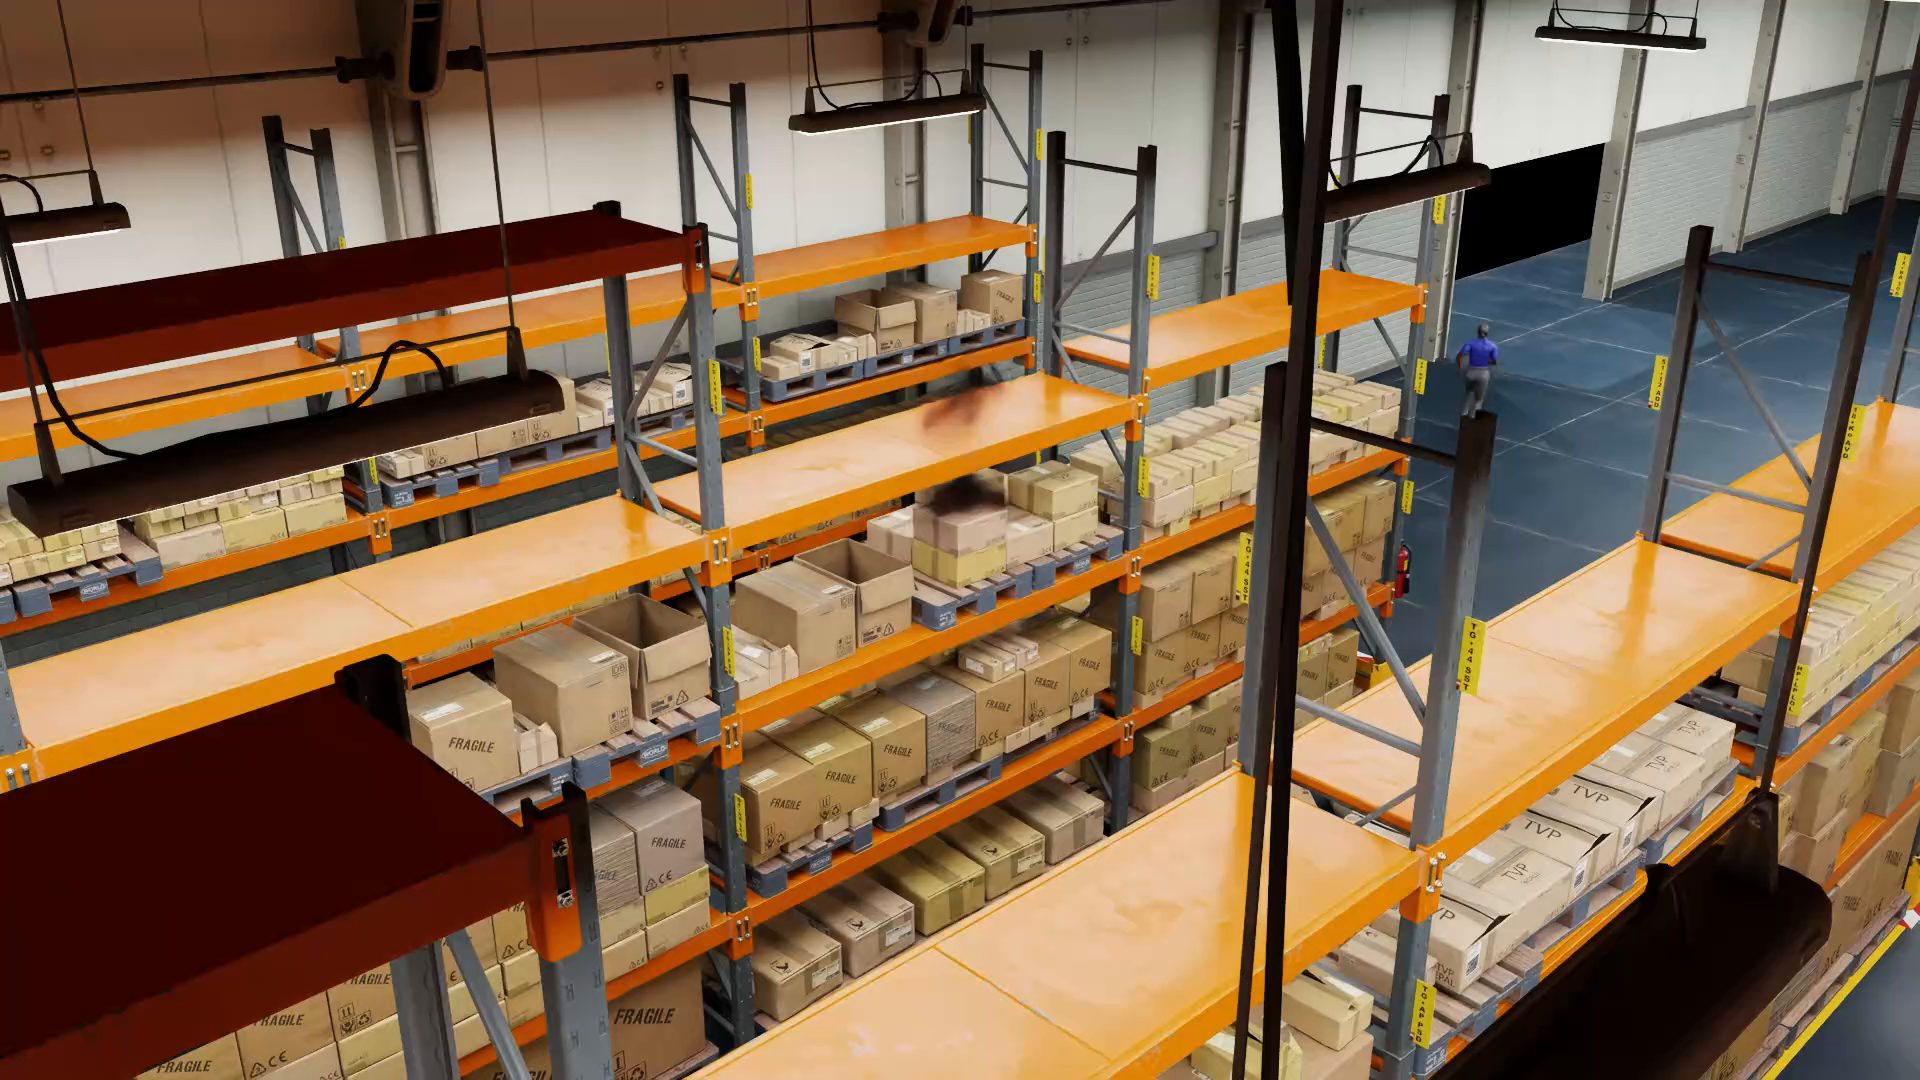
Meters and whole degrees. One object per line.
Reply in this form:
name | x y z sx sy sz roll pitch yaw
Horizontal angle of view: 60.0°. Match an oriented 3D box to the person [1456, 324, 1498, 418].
person | 7.603 -2.393 24.496 0.544 1.664 0.678 12 25 26
